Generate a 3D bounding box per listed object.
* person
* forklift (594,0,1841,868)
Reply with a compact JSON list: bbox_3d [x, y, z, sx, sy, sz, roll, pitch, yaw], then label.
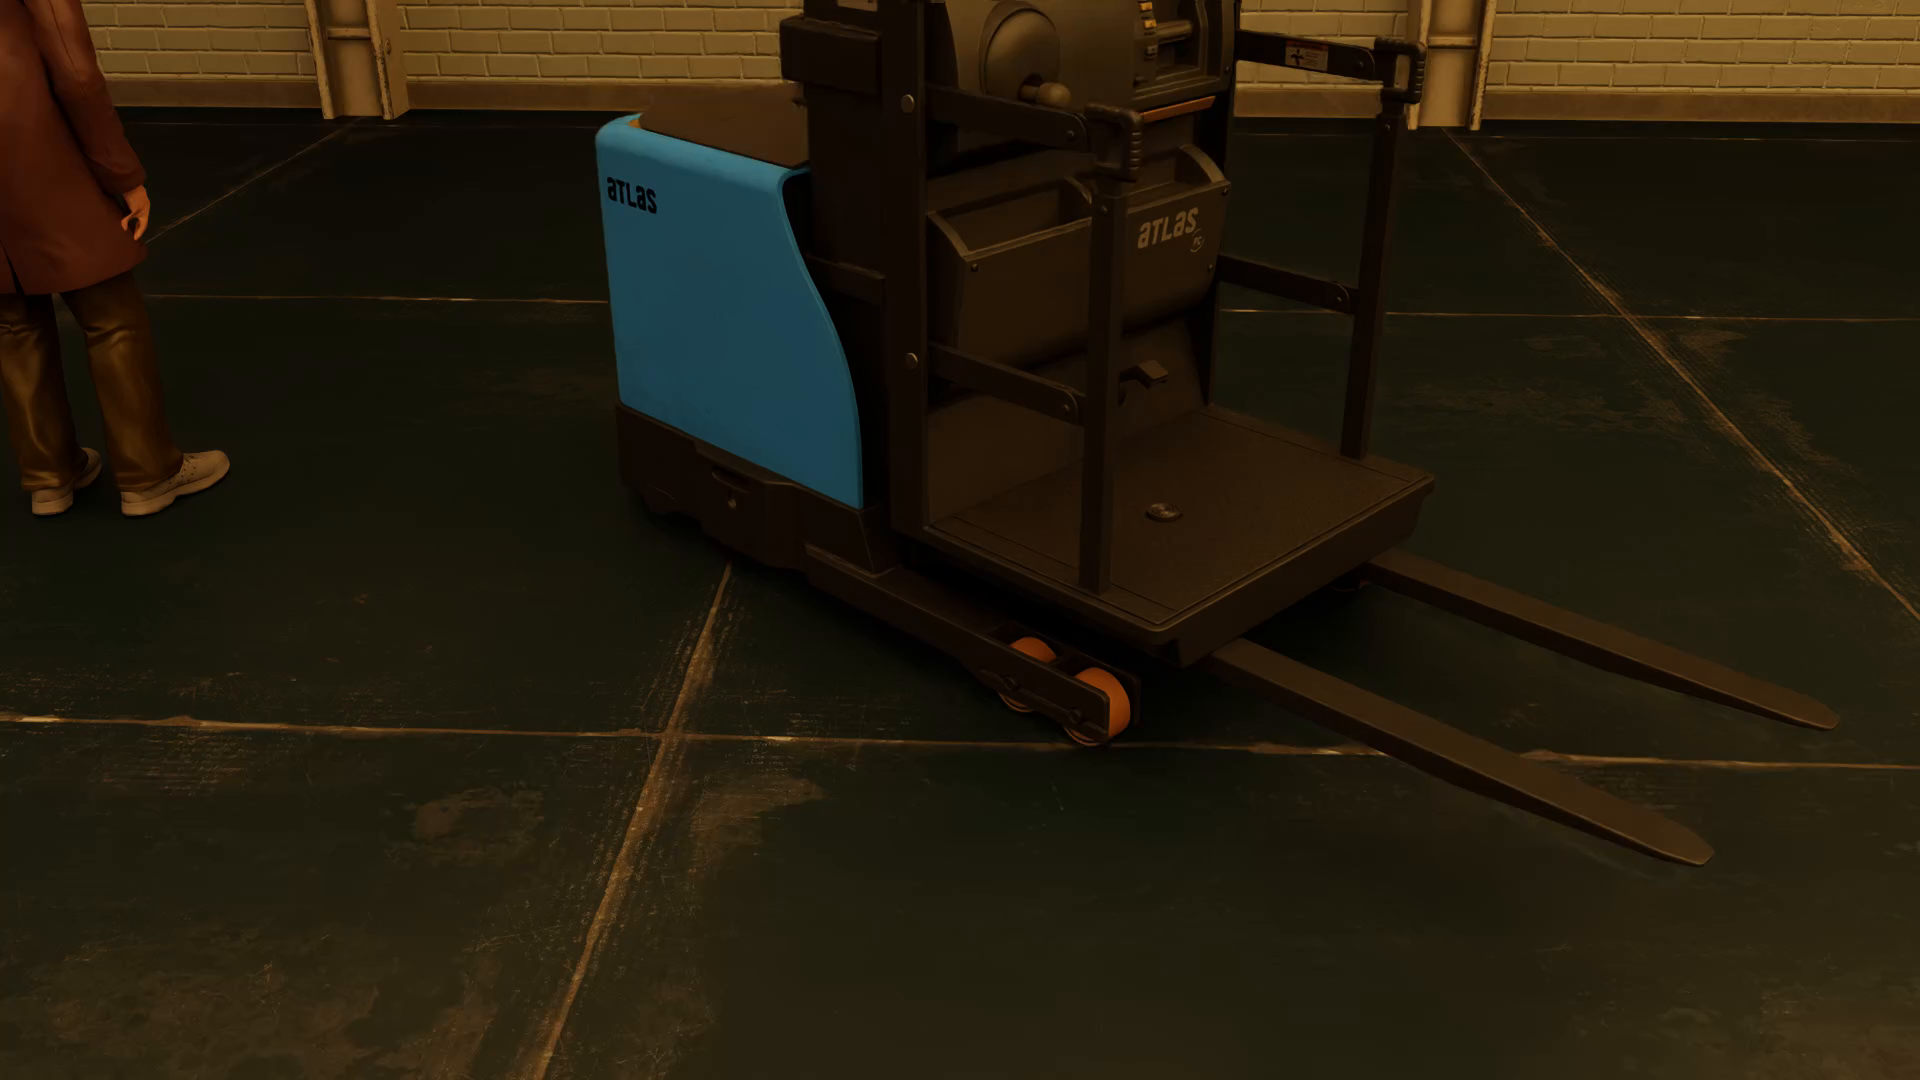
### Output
[{"bbox_3d":[-2.470,-0.921,4.385,0.652,1.773,0.428,1,26,2],"label":"person"},{"bbox_3d":[0.440,-1.126,3.492,3.031,2.935,1.130,24,35,39],"label":"forklift"}]
